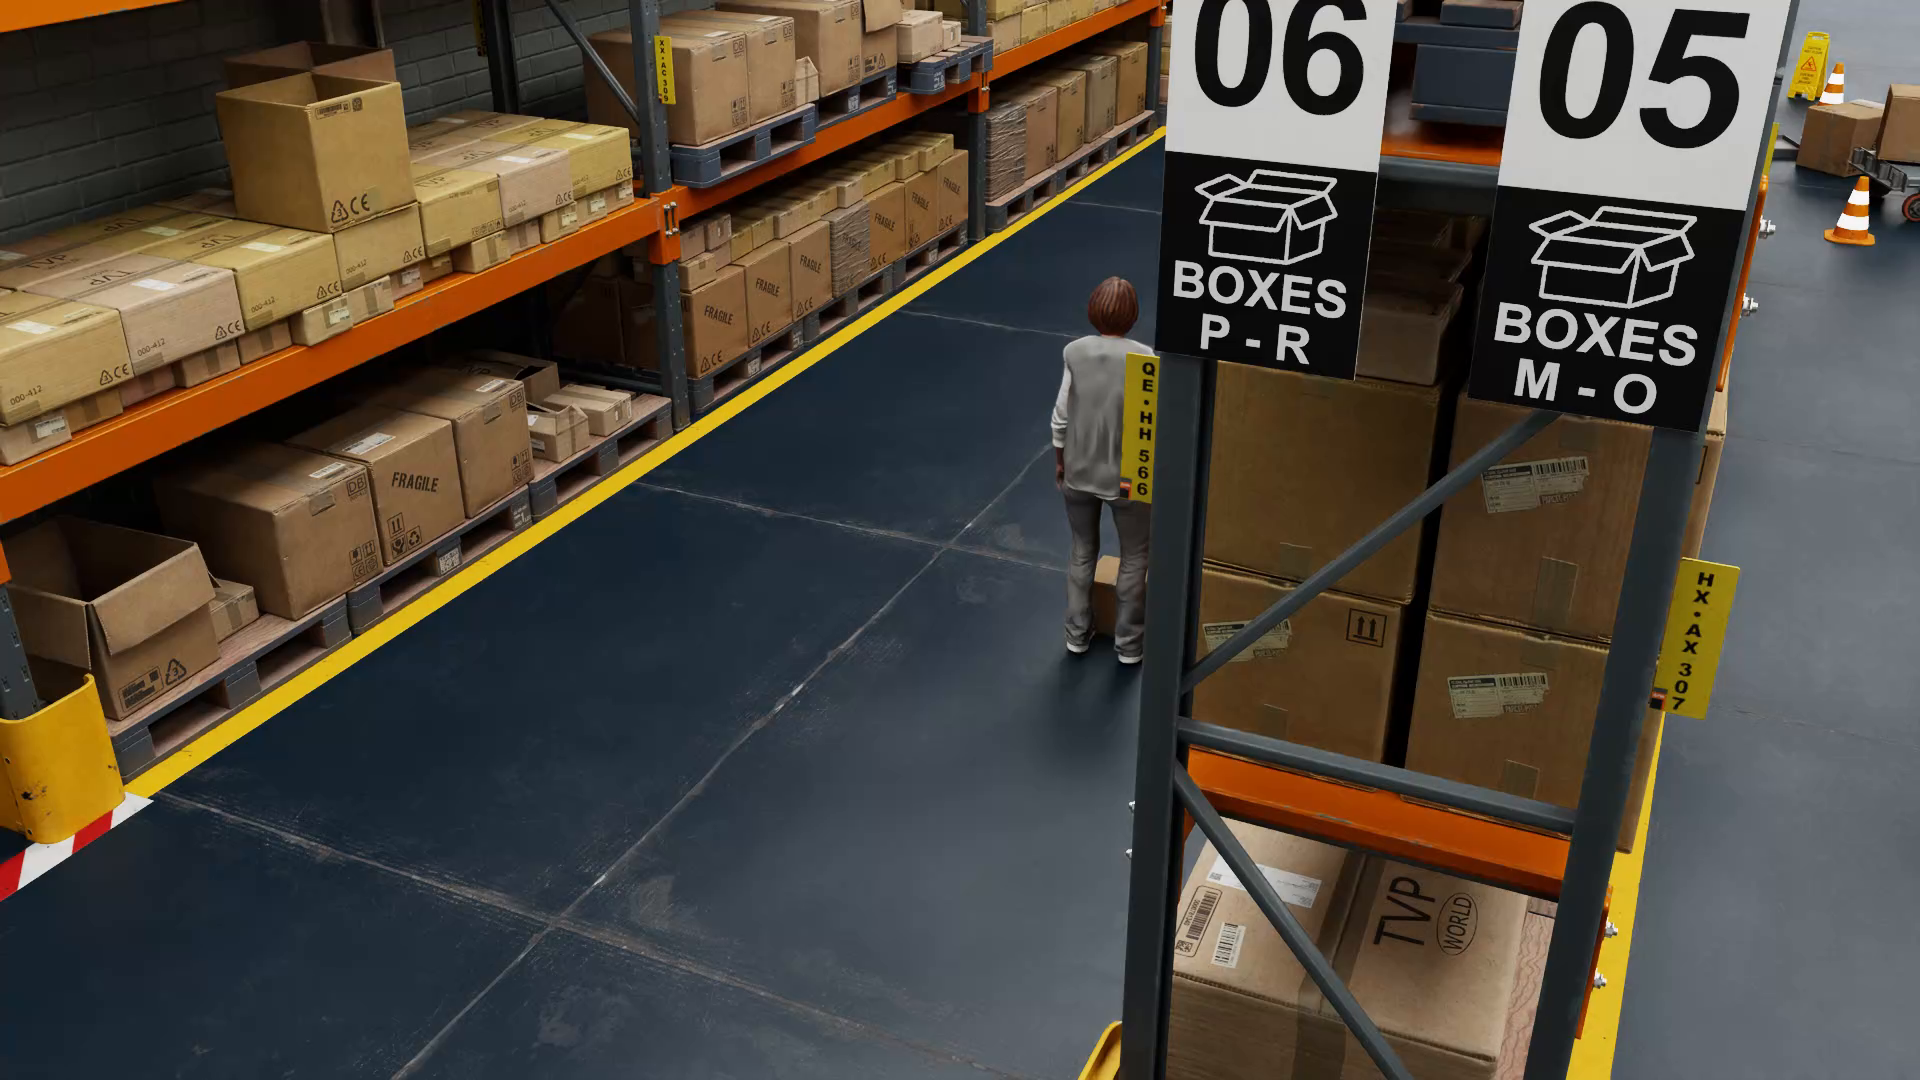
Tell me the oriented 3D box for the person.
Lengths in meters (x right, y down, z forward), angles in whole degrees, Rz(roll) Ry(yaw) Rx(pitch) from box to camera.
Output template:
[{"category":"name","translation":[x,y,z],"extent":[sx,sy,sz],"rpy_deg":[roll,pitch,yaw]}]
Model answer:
[{"category":"person","translation":[0.593,-0.253,6.637],"extent":[0.473,1.590,0.347],"rpy_deg":[11,28,20]}]
